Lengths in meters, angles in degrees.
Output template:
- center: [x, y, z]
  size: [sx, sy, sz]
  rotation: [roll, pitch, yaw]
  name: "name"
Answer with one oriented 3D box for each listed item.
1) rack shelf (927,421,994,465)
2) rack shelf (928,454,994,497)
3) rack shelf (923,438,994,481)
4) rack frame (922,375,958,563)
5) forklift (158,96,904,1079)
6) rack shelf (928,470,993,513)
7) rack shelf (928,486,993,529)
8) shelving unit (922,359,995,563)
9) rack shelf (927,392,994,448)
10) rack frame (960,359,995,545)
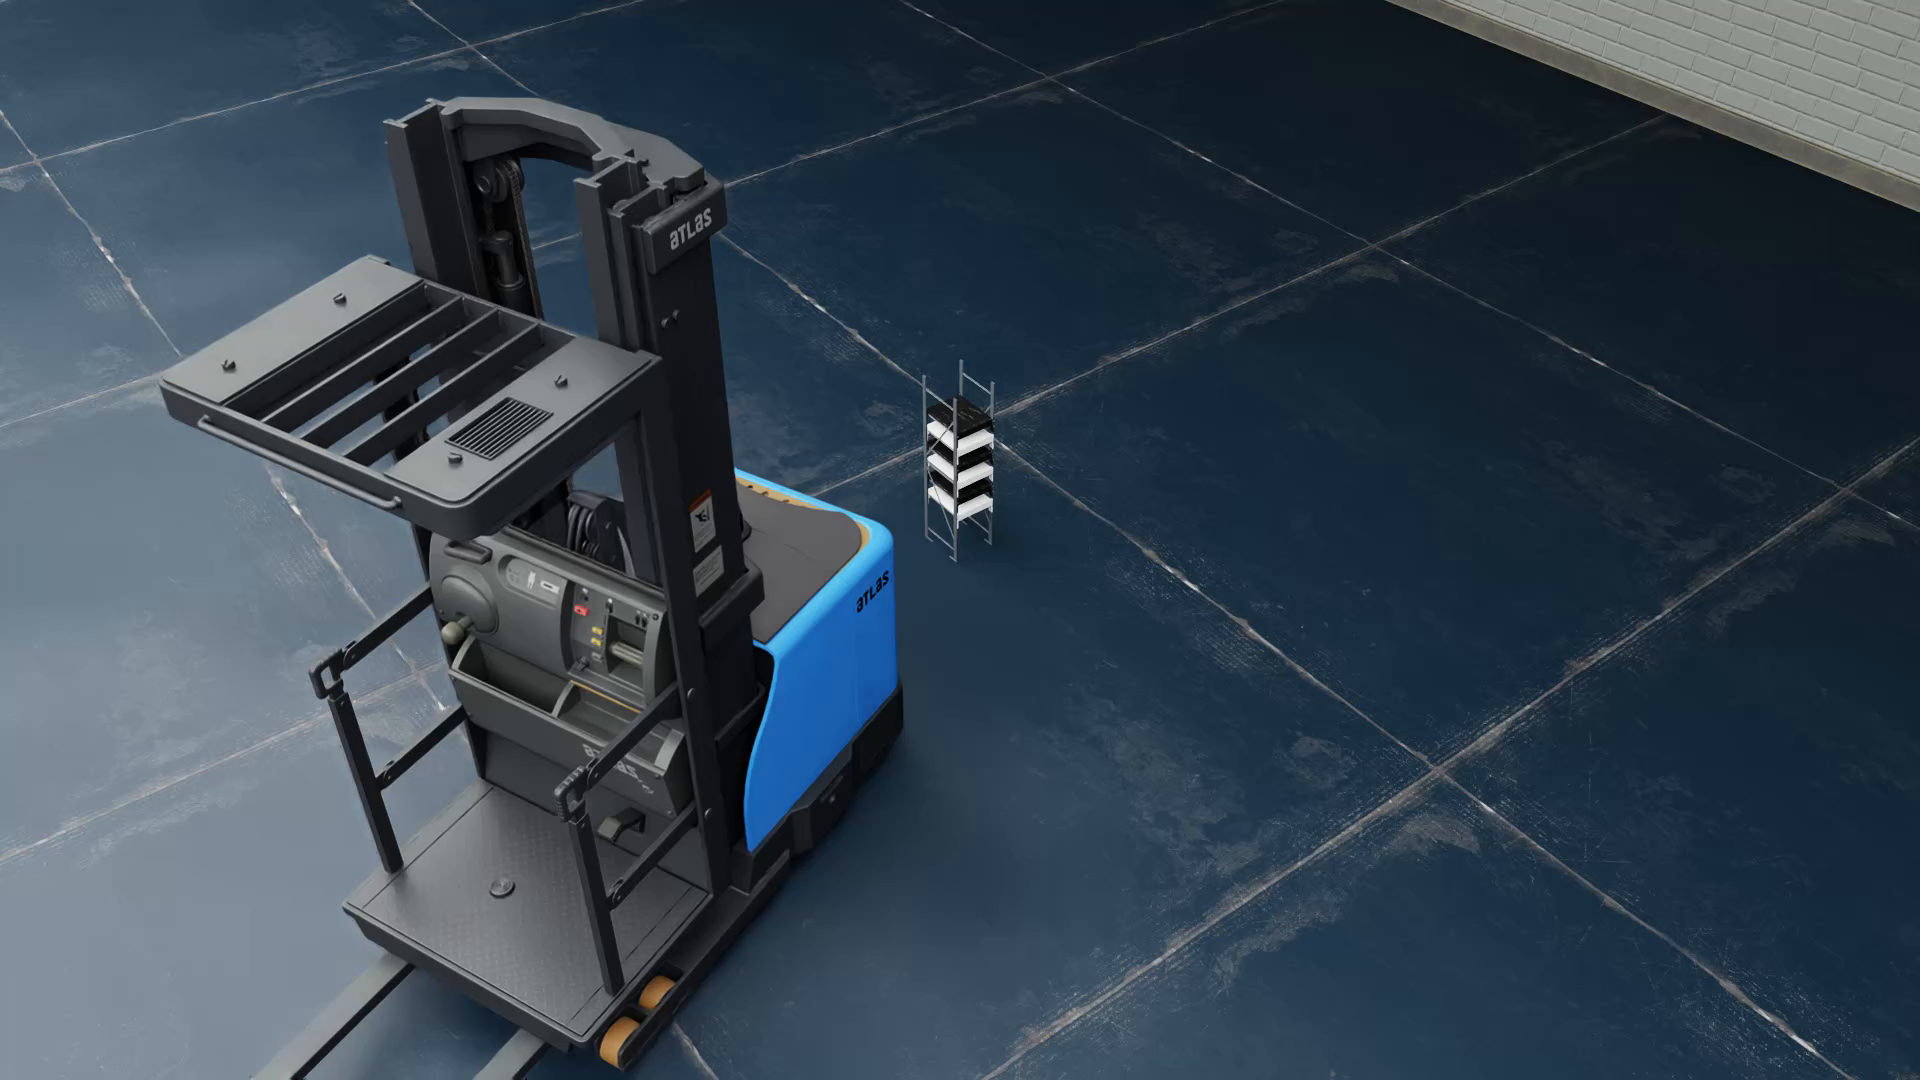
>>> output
- center: [-0.006, -0.458, 7.368]
  size: [0.200, 0.077, 0.258]
  rotation: [-26, 46, -28]
  name: "rack shelf"
- center: [-0.006, -0.319, 7.482]
  size: [0.200, 0.077, 0.258]
  rotation: [-26, 46, -28]
  name: "rack shelf"
- center: [-0.006, -0.389, 7.425]
  size: [0.200, 0.077, 0.258]
  rotation: [-26, 46, -28]
  name: "rack shelf"
- center: [-0.087, -0.305, 7.413]
  size: [0.006, 0.900, 0.240]
  rotation: [-26, 46, -28]
  name: "rack frame"
- center: [-1.412, 0.300, 5.074]
  size: [1.130, 2.935, 3.031]
  rotation: [21, 44, 23]
  name: "forklift"
- center: [-0.006, -0.249, 7.539]
  size: [0.200, 0.077, 0.258]
  rotation: [-26, 46, -28]
  name: "rack shelf"
- center: [-0.006, -0.180, 7.596]
  size: [0.200, 0.077, 0.258]
  rotation: [-26, 46, -28]
  name: "rack shelf"
- center: [-0.006, -0.345, 7.461]
  size: [0.210, 0.900, 0.258]
  rotation: [-26, 46, -28]
  name: "shelving unit"
- center: [-0.006, -0.528, 7.311]
  size: [0.200, 0.077, 0.258]
  rotation: [-26, 46, -28]
  name: "rack shelf"
- center: [0.074, -0.384, 7.509]
  size: [0.006, 0.900, 0.240]
  rotation: [-26, 46, -28]
  name: "rack frame"
